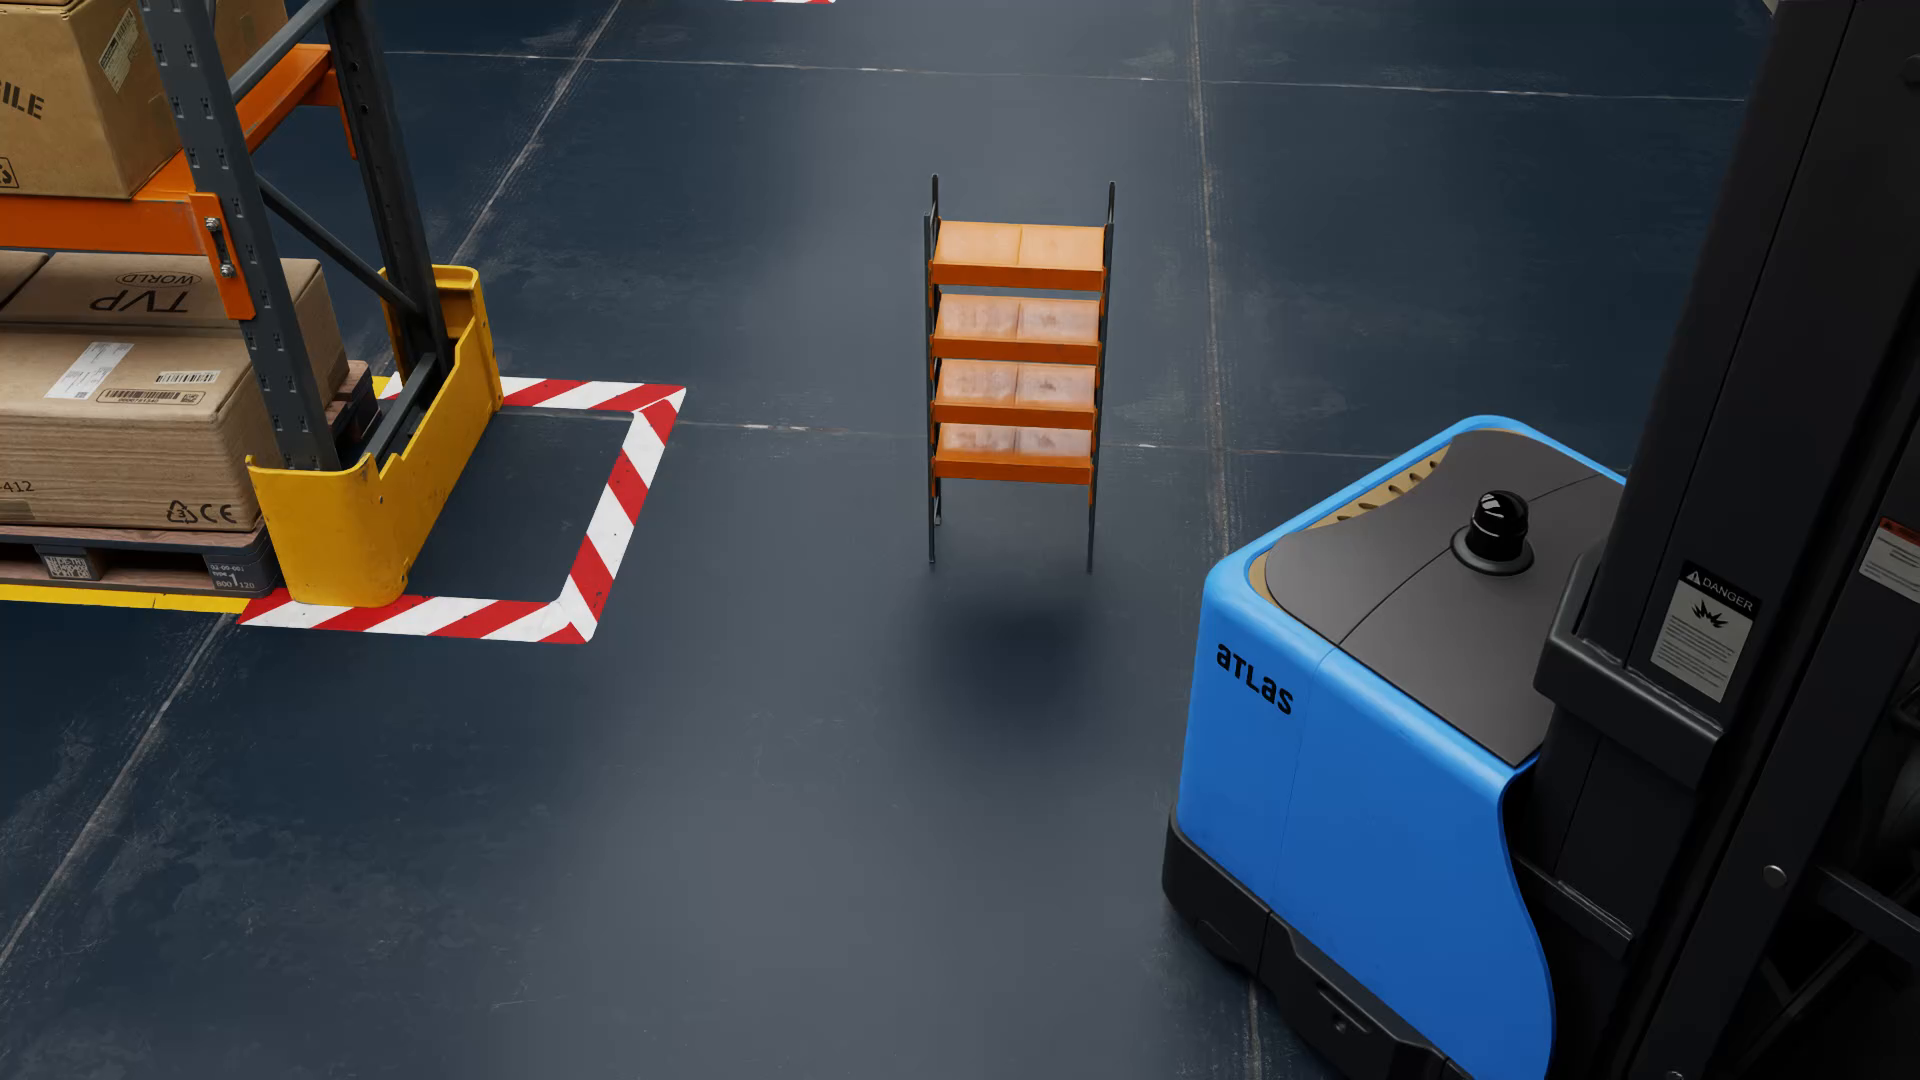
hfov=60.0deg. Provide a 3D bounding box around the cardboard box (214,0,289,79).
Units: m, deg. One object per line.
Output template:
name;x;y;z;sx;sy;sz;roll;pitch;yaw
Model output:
cardboard box;-2.299;-1.579;4.735;0.500;0.500;0.500;3;39;3

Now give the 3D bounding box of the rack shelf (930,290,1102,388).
rack shelf;0.165;-0.578;4.761;0.480;0.148;0.258;3;39;4

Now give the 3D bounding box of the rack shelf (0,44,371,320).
rack shelf;-3.838;-1.164;4.873;4.000;0.370;1.077;3;39;4

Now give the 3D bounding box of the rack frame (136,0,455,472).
rack frame;-1.846;-1.334;4.512;0.127;3.000;1.000;3;39;4

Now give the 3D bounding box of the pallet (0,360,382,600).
pallet;-2.649;-0.247;5.386;1.213;0.211;1.003;3;39;4

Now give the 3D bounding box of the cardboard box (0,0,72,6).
cardboard box;-2.346;-1.637;4.014;0.500;0.500;0.500;4;39;5

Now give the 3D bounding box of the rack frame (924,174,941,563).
rack frame;-0.078;-0.470;4.876;0.015;1.200;0.240;3;39;4

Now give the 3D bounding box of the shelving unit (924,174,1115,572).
shelving unit;0.165;-0.456;4.860;0.503;1.200;0.258;3;39;4

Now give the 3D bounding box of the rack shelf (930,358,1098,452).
rack shelf;0.165;-0.404;4.903;0.480;0.148;0.258;3;39;4

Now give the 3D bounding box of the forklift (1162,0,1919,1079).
forklift;1.817;0.288;2.575;1.130;2.935;3.031;-27;46;-29

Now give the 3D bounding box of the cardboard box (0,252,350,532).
cardboard box;-2.512;-0.476;5.156;0.875;0.438;0.875;2;39;2

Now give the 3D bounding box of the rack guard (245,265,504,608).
rack guard;-1.822;-0.363;5.300;0.348;0.500;1.175;3;39;4

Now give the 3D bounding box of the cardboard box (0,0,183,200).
cardboard box;-2.349;-1.232;4.309;0.500;0.500;0.500;3;39;4

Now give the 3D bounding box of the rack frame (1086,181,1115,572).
rack frame;0.408;-0.443;4.844;0.015;1.200;0.240;3;39;4

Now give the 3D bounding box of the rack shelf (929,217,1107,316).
rack shelf;0.165;-0.761;4.612;0.480;0.148;0.258;3;39;4

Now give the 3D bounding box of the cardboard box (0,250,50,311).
cardboard box;-3.424;-0.521;5.210;0.875;0.438;0.875;4;39;5

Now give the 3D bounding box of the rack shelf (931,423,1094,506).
rack shelf;0.165;-0.250;5.028;0.480;0.148;0.258;3;39;4
